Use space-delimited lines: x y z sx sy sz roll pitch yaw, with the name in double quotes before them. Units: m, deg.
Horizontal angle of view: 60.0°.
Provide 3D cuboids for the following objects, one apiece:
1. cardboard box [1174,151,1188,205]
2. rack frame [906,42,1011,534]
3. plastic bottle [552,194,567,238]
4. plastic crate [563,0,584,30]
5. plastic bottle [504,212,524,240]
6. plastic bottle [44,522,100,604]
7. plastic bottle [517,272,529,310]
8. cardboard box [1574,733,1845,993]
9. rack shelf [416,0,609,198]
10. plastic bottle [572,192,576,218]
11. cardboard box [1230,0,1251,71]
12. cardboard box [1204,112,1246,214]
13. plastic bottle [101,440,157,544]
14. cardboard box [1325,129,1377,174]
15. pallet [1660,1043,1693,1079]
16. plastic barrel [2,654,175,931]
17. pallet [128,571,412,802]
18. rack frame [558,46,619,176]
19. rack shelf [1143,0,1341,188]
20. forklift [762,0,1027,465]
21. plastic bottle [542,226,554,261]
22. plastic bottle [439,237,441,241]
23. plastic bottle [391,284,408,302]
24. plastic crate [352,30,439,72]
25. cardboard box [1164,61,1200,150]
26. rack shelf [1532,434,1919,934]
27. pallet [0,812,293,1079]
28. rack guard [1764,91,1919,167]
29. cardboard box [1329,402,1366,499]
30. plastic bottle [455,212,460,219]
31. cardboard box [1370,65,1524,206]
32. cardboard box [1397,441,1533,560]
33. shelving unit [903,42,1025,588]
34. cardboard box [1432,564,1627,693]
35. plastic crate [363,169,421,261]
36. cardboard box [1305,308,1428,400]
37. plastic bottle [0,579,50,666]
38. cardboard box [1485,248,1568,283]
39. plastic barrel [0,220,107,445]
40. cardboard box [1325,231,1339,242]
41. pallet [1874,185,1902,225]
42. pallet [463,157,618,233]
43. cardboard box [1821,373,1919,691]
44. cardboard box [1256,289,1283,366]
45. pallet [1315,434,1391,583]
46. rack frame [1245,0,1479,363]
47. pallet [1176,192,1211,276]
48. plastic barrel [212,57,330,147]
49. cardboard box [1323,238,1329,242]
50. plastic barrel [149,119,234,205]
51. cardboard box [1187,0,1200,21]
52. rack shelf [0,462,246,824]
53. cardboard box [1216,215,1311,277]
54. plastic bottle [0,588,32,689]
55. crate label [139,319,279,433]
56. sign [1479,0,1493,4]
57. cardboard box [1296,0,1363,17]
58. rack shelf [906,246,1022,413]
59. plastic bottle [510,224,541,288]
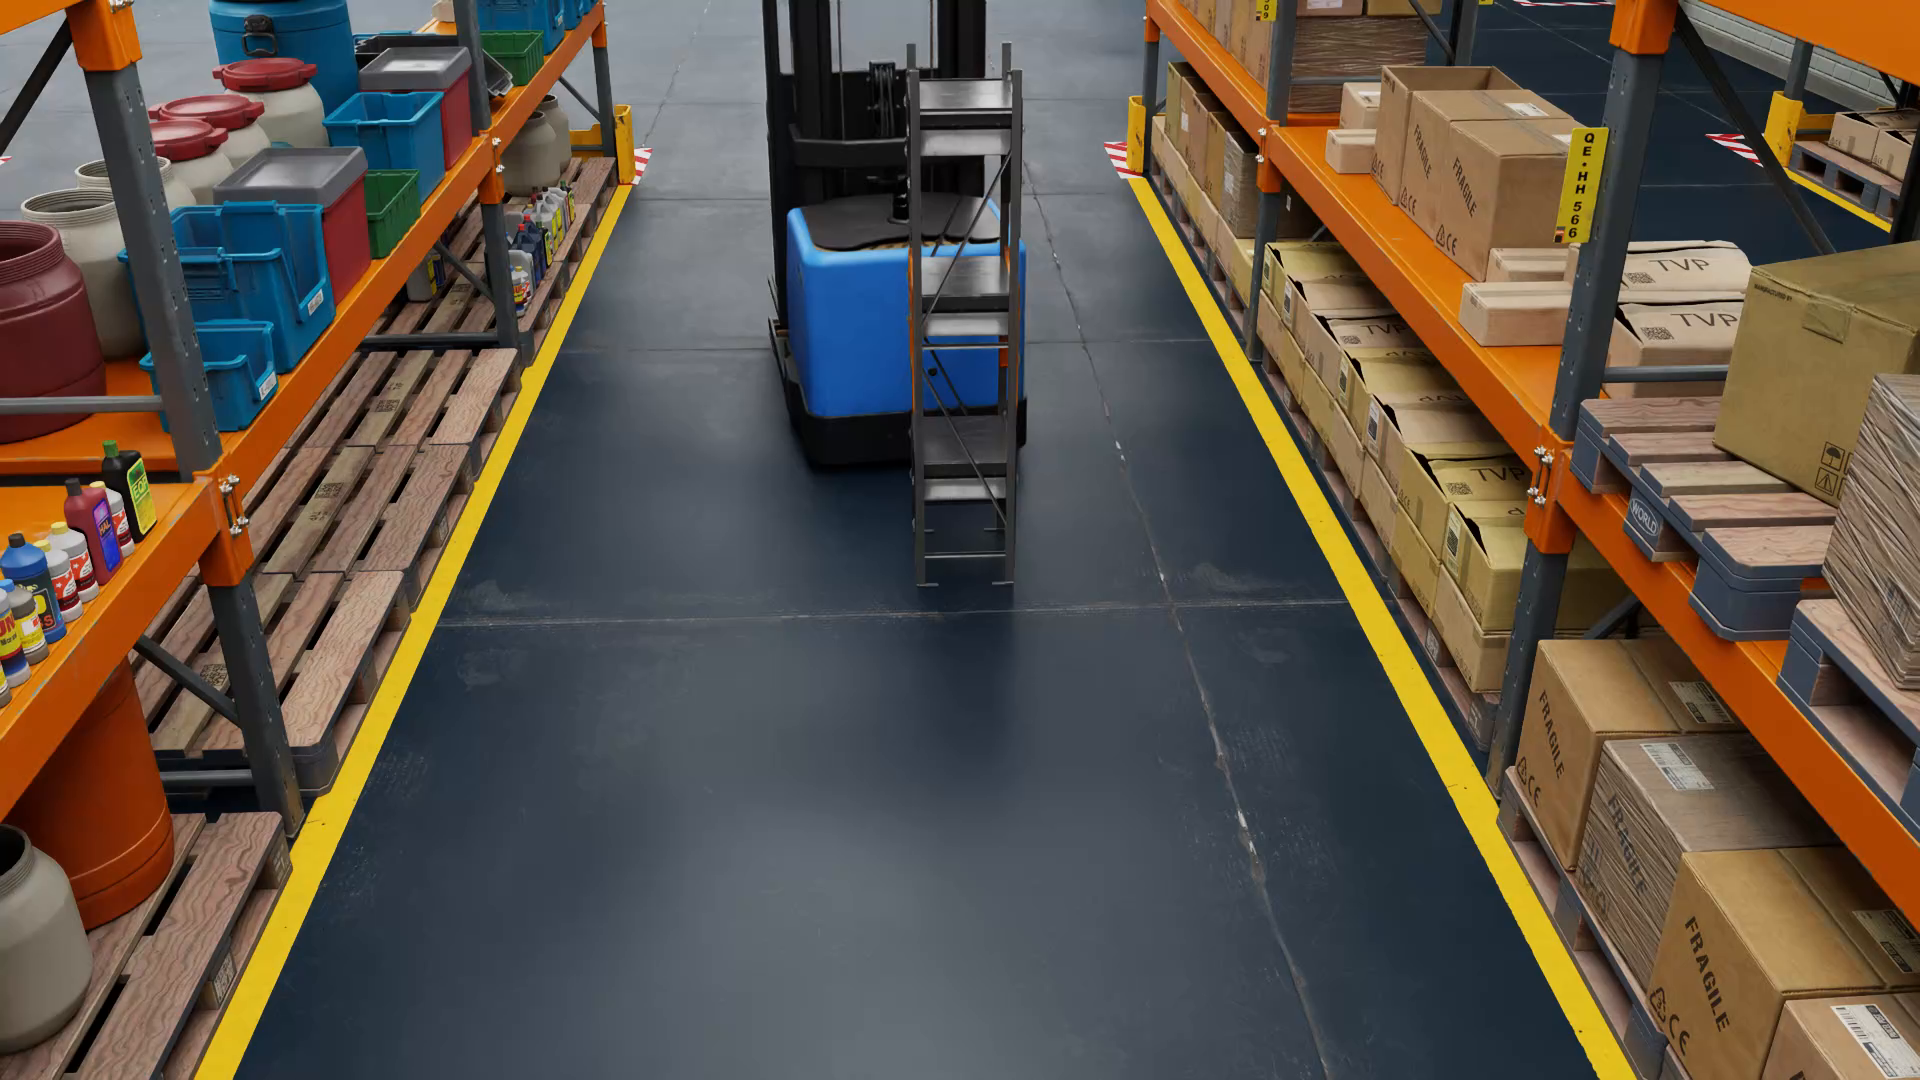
"cardboard box" 1.734 -2.438 11.199 0.500 0.250 0.500 -1 28 -3
"rack frame" -0.004 -0.967 6.834 0.400 2.100 0.015 -1 28 -3
"plastic bottle" -2.547 -2.036 10.380 0.152 0.276 0.135 -2 28 -4
"plastic crate" -2.721 -3.478 10.835 0.499 0.251 0.408 -1 28 -3
"plastic bottle" -2.671 -1.859 10.040 0.152 0.276 0.135 -1 28 -3
"plastic bottle" -2.209 0.052 4.122 0.097 0.201 0.097 0 28 0
"plastic bottle" -2.449 -1.379 9.201 0.097 0.201 0.097 0 28 0
"cardboard box" 2.062 0.881 4.544 0.500 0.500 0.500 -2 28 -5
"rack shelf" -2.969 -2.825 10.200 1.077 0.370 4.000 -1 28 -3
"plastic bottle" -2.540 -2.184 10.744 0.097 0.201 0.097 0 28 0
"cardboard box" 1.996 -3.062 9.770 0.700 0.500 0.500 -1 28 -2
"cardboard box" 1.795 -2.309 10.141 0.500 0.500 0.500 -1 28 -3
"plastic bottle" -2.209 -0.145 4.410 0.061 0.283 0.133 -1 28 -3
"cardboard box" 1.924 -1.813 7.753 0.380 0.149 0.250 -1 28 -3
"pallet" 2.353 1.653 3.852 1.003 0.211 1.213 -1 28 -3
"plastic barrel" -2.614 0.629 4.694 0.600 0.830 0.708 -1 28 -3
"pallet" -2.658 0.505 6.054 1.003 0.211 1.213 -1 28 -3
"rack frame" -3.074 -4.067 11.805 1.000 3.000 0.127 -1 28 -3
"rack shelf" 1.977 -2.943 10.426 1.077 0.370 4.000 -1 28 -3
"forklift" -0.462 -2.312 8.513 1.130 2.935 3.031 -5 28 -9
"plastic bottle" -2.494 -1.776 9.961 0.097 0.201 0.097 0 28 0
"plastic bottle" -3.112 -1.753 9.830 0.061 0.283 0.133 -1 28 -3
"plastic bottle" -3.186 -1.531 9.331 0.144 0.351 0.185 -2 28 -4
"plastic crate" -3.194 -2.659 9.265 0.499 0.251 0.616 -1 28 -3
"cardboard box" 1.707 -3.001 11.469 0.500 0.500 0.500 -1 28 -3
"rack shelf" 2.395 0.752 3.343 1.077 0.370 4.000 -1 28 -3
"pallet" -2.573 1.227 4.670 1.003 0.211 1.213 -1 28 -3
"rack guard" 6.824 -3.163 12.774 1.175 0.500 0.348 -1 28 -3
"cardboard box" 1.936 -0.403 7.298 0.500 0.250 0.500 -1 28 -2
"plastic bottle" -3.290 -2.208 10.714 0.097 0.271 0.097 0 28 0
"cardboard box" 2.133 -1.784 7.319 0.500 0.500 0.500 1 28 1
"cardboard box" 1.984 -0.182 6.269 0.500 0.311 0.500 -2 28 -3
"shelving unit" 0.009 -0.855 6.618 0.431 2.100 0.503 -1 28 -3
"cardboard box" 2.020 0.305 5.941 0.500 0.250 0.500 -1 28 -1
"plastic crate" -2.492 -1.329 6.783 0.450 0.188 0.662 -1 28 -3
"cardboard box" 1.904 -0.887 7.619 0.500 0.311 0.500 -2 28 -4
"plastic bottle" -2.194 0.187 3.863 0.097 0.201 0.097 0 28 0
"cardboard box" 2.168 -0.967 6.132 0.380 0.149 0.250 1 28 1
"plastic barrel" -2.983 -0.640 5.087 0.600 0.536 0.708 -1 28 -3
"cardboard box" 2.370 -1.859 9.280 0.500 0.500 0.500 -1 28 -3
"pallet" 6.891 -2.097 11.043 1.003 0.211 1.213 -1 28 -3
"pallet" -2.986 -2.422 11.665 1.003 0.211 1.213 -1 28 -3
"cardboard box" 2.293 -0.006 3.456 0.700 0.500 0.500 4 28 7
"cardboard box" 1.855 -1.113 8.659 0.500 0.250 0.500 -2 28 -4
"pallet" 2.226 -0.198 7.401 1.003 0.211 1.213 -1 28 -3
"rack frame" 2.082 -2.338 8.489 1.000 3.000 0.127 -1 28 -3
"pallet" 2.015 -2.035 10.923 1.003 0.211 1.213 -1 28 -3
"plastic barrel" -3.034 -1.833 7.374 0.433 0.535 0.433 0 28 0
"cardboard box" 2.360 -1.527 9.453 0.500 0.250 0.500 -1 28 -3
"plastic barrel" -2.973 -1.295 6.342 0.433 0.535 0.433 0 28 0
"cardboard box" 1.917 -3.771 11.129 0.700 0.500 0.500 -1 28 -1
"rack shelf" -2.552 0.870 3.117 1.077 0.370 4.000 -1 28 -3
"cardboard box" 1.823 -1.745 9.872 0.500 0.250 0.500 -1 28 -3
"plastic bottle" -2.189 0.201 3.761 0.097 0.271 0.097 0 28 0
"crate label" -2.304 -0.502 5.151 0.303 0.233 0.416 -1 28 -3
"sign" 2.623 -2.834 8.274 0.100 0.325 0.005 -1 28 -3
"cardboard box" 1.854 -2.790 8.547 0.380 0.149 0.250 -1 28 -3
"rack shelf" 0.009 -0.842 6.624 0.431 0.518 0.480 -1 28 -3
"plastic bottle" -2.493 -1.624 9.508 0.144 0.351 0.185 -1 28 -1
